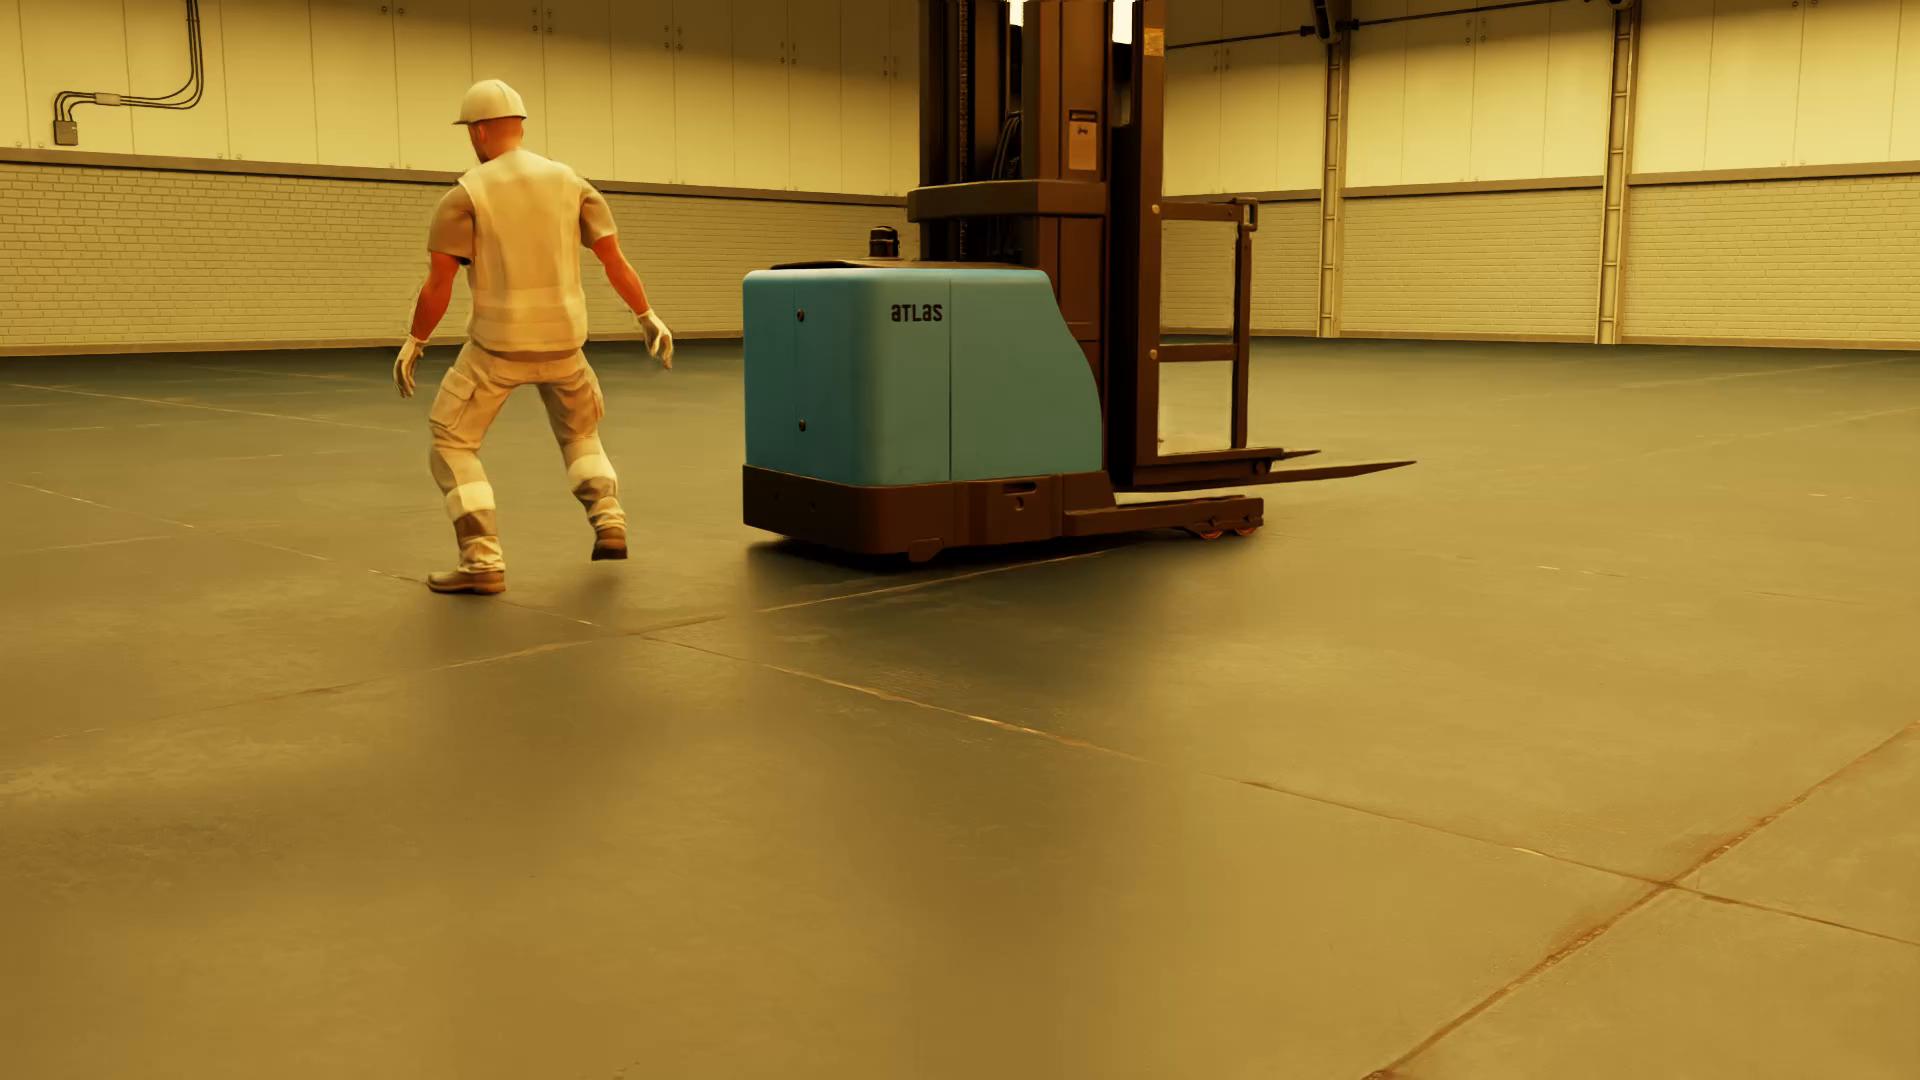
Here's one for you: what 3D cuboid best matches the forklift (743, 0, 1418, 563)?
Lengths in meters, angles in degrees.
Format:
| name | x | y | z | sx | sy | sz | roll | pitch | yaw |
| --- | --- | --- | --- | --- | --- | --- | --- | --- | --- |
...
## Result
| name | x | y | z | sx | sy | sz | roll | pitch | yaw |
| --- | --- | --- | --- | --- | --- | --- | --- | --- | --- |
| forklift | 0.647 | -1.508 | 6.891 | 3.031 | 2.935 | 1.130 | -6 | 10 | -33 |

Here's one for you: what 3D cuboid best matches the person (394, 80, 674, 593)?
| name | x | y | z | sx | sy | sz | roll | pitch | yaw |
| --- | --- | --- | --- | --- | --- | --- | --- | --- | --- |
| person | -1.450 | -0.696 | 5.677 | 0.923 | 1.691 | 0.488 | -5 | 10 | -29 |
